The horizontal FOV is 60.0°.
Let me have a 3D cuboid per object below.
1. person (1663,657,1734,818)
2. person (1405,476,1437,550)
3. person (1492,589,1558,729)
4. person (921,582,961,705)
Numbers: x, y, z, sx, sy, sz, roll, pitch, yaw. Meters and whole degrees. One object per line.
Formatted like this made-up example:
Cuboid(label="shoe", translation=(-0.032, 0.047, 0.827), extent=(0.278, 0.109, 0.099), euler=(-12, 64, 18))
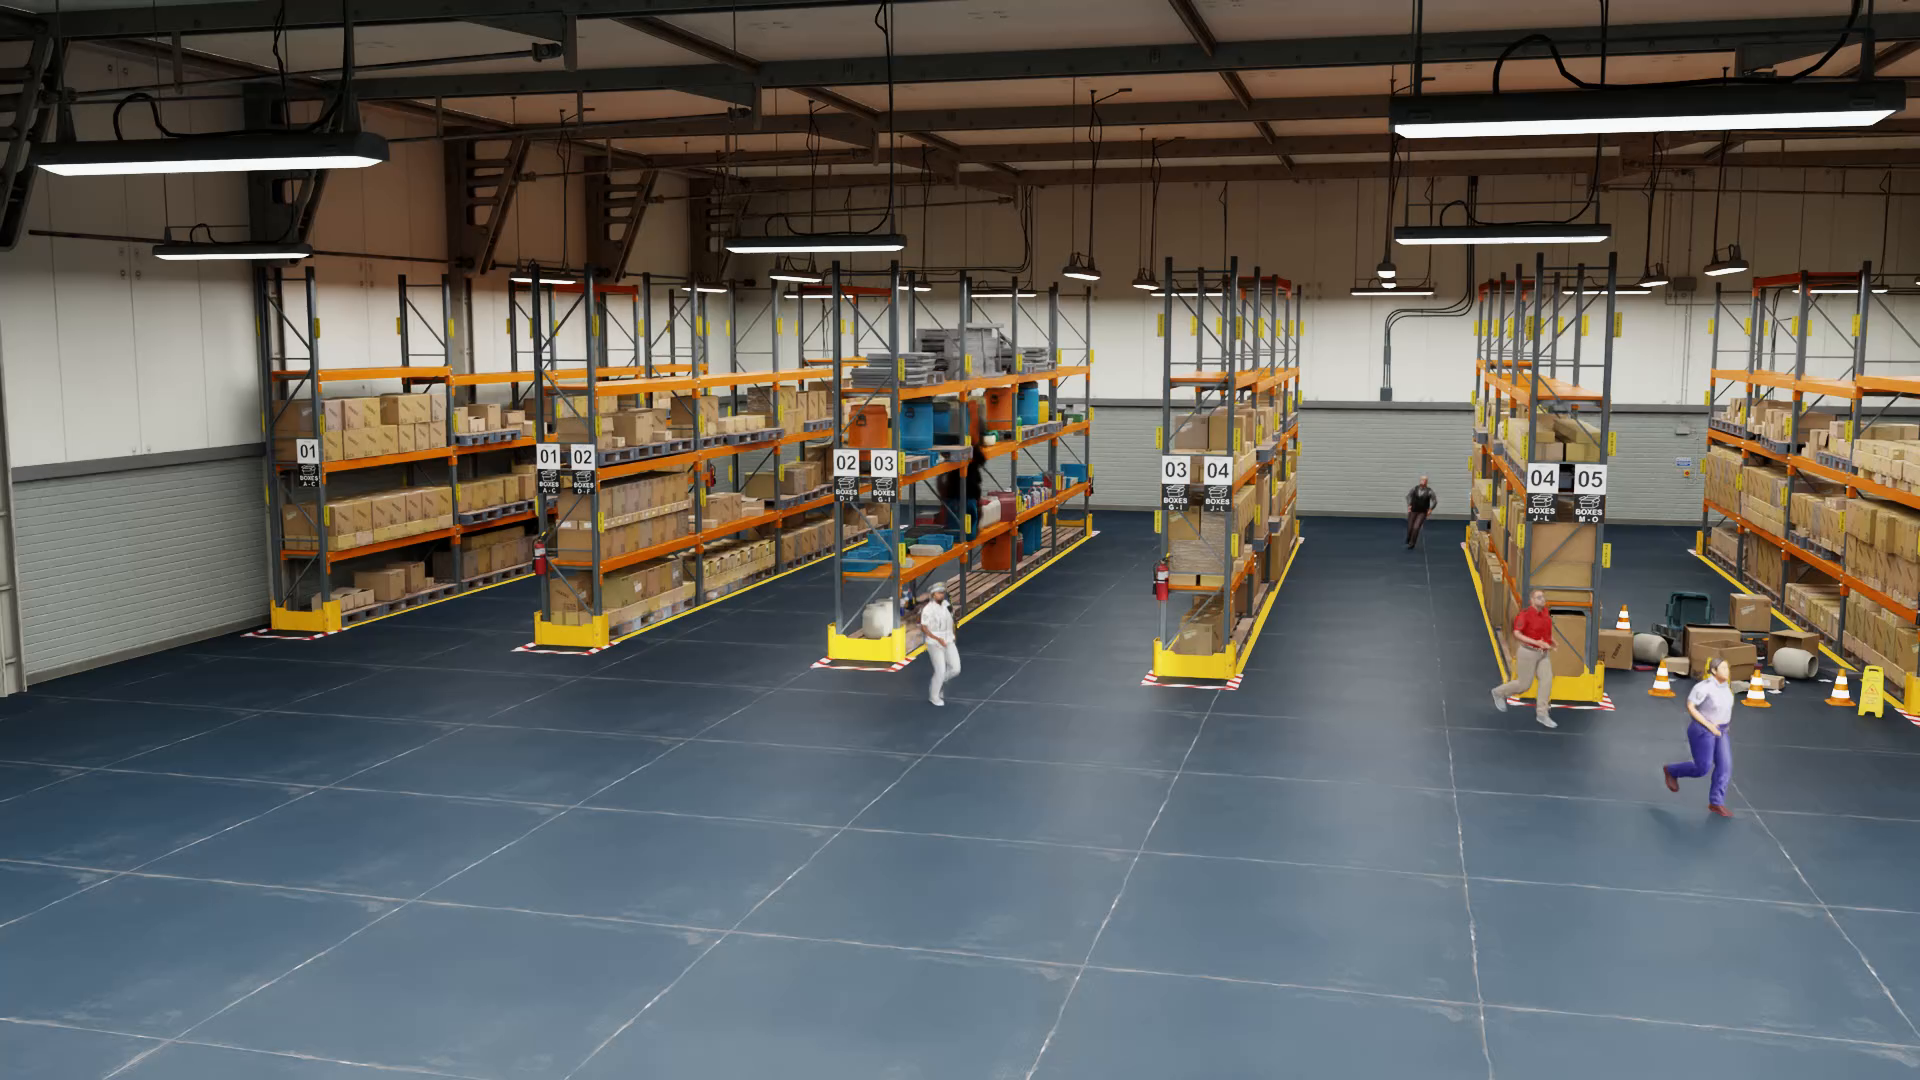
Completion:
Cuboid(label="person", translation=(7.799, 2.020, 17.393), extent=(0.631, 1.638, 0.820), euler=(-5, 9, -32))
Cuboid(label="person", translation=(10.501, -0.630, 37.907), extent=(0.719, 1.673, 0.660), euler=(3, 8, 23))
Cuboid(label="person", translation=(7.292, 1.480, 21.241), extent=(0.672, 1.732, 0.920), euler=(-4, 8, -27))
Cuboid(label="person", translation=(-0.234, 1.380, 22.199), extent=(0.587, 1.659, 0.489), euler=(-6, 9, -38))
